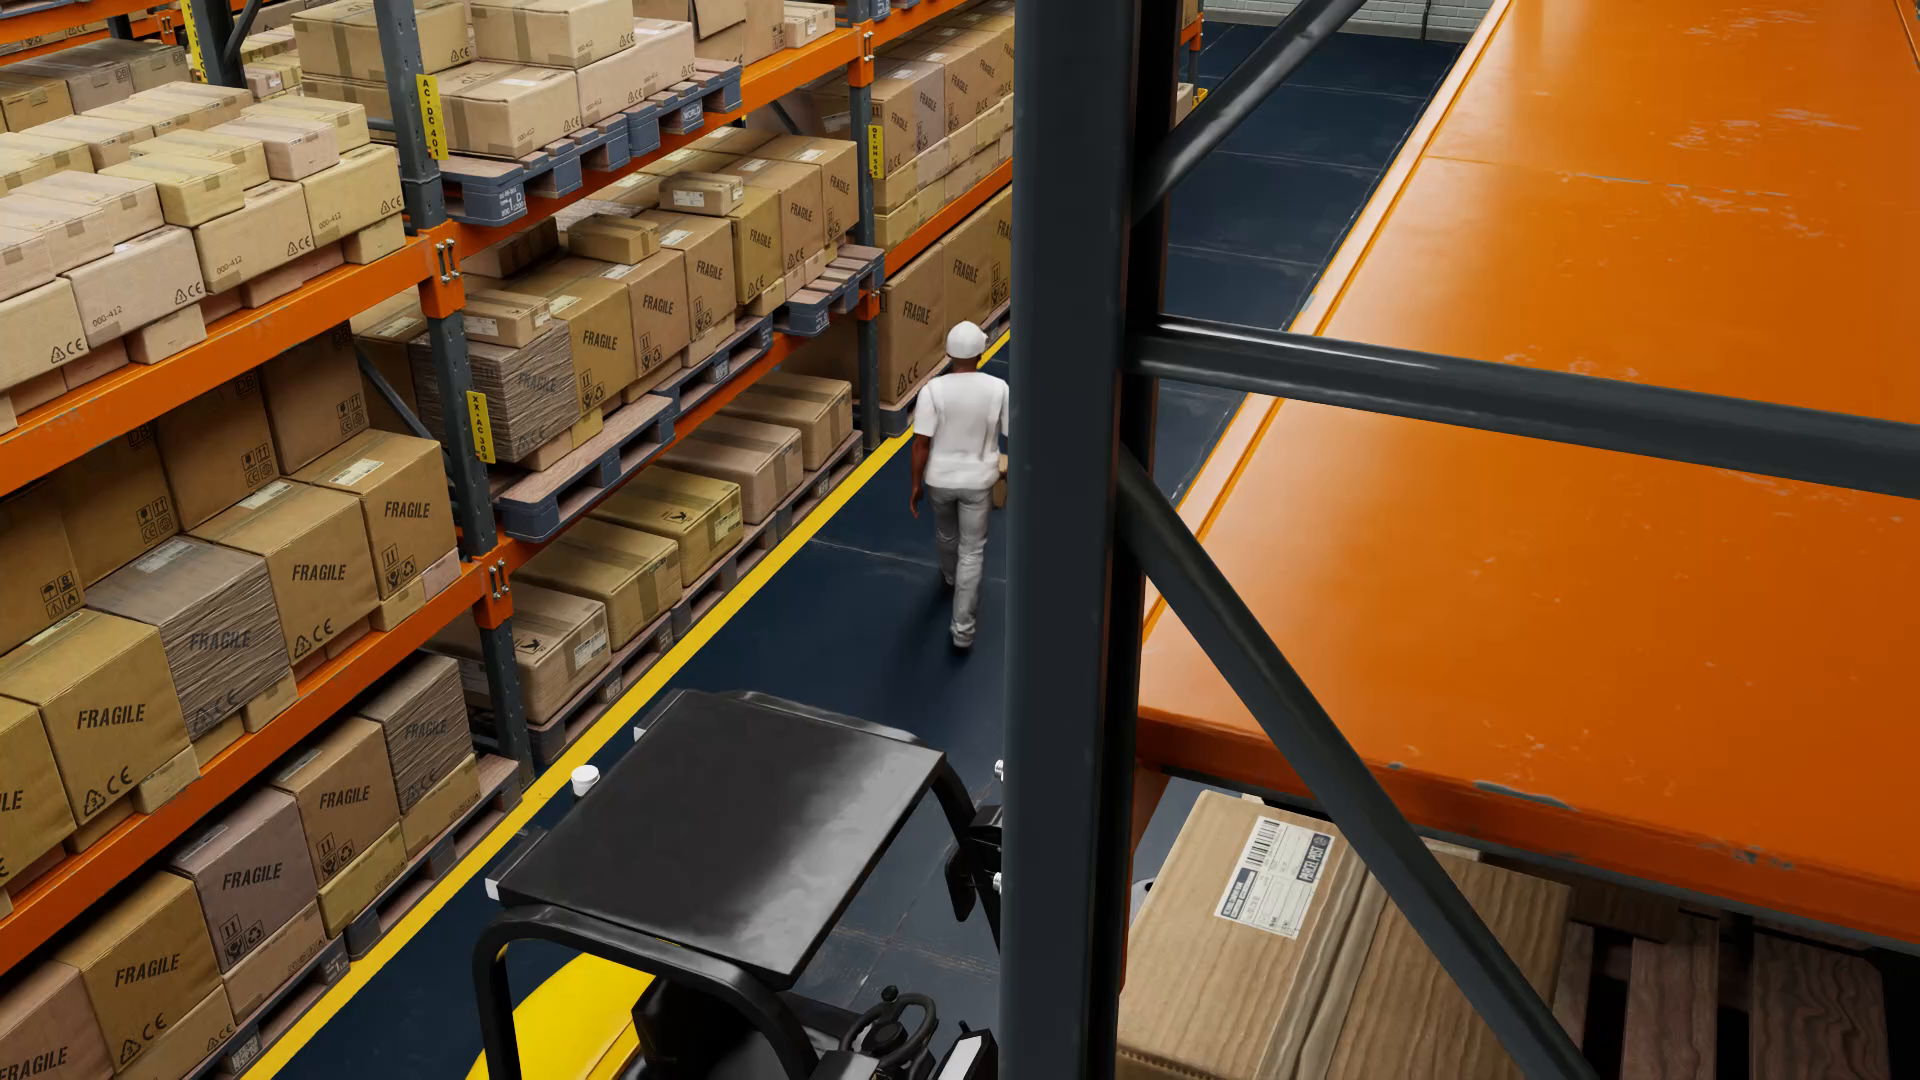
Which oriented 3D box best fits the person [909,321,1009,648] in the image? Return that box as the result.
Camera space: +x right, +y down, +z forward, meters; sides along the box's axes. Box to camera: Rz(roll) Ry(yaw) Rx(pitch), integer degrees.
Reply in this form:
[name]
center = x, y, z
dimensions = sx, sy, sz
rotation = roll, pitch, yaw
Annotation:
[person]
center = 0.037, -0.360, 9.041
dimensions = 0.593, 1.717, 1.037
rotation = 2, 30, 4
